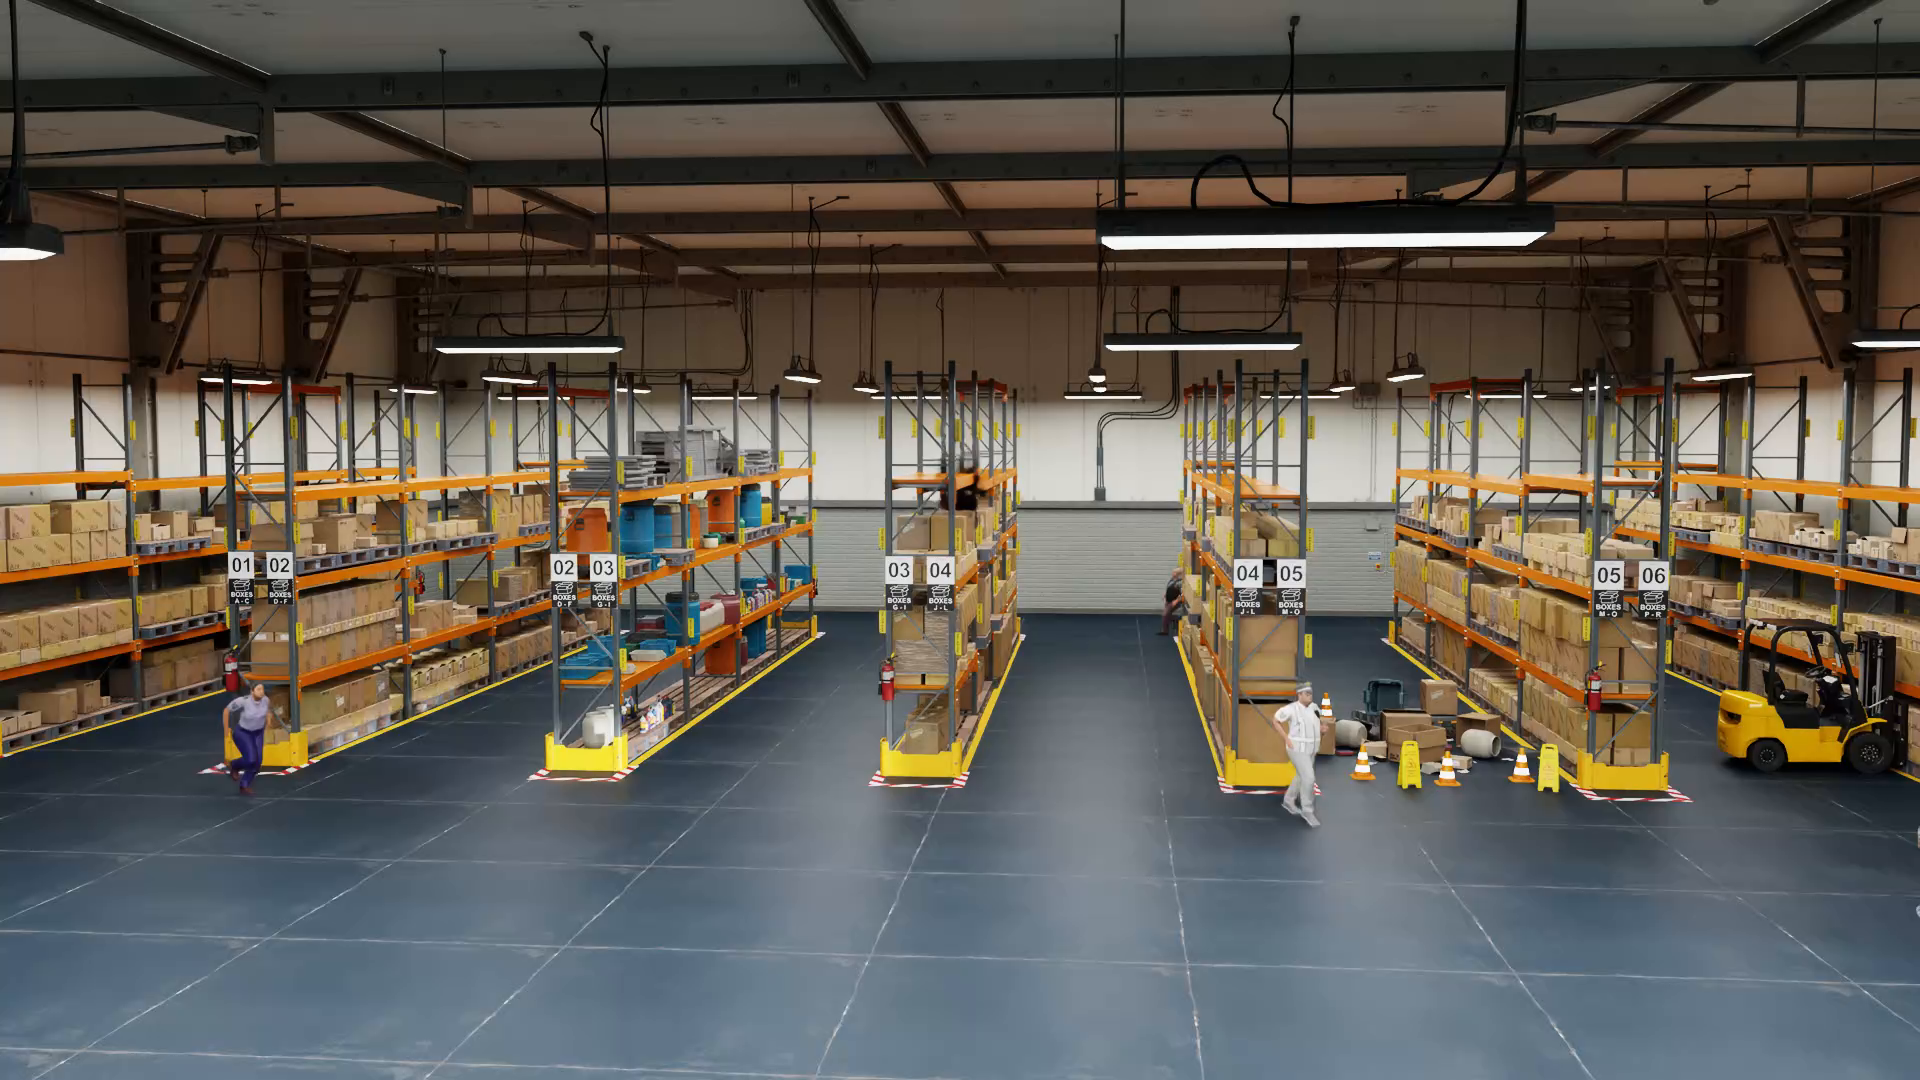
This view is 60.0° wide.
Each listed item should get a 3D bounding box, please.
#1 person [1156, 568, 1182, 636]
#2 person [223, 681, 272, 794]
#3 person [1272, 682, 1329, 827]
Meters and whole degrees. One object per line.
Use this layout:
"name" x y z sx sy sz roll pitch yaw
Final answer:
"person" 5.211 1.514 40.487 0.699 1.656 0.703 -2 4 -23
"person" -9.792 2.725 22.955 0.682 1.584 0.594 2 4 29
"person" 4.390 2.717 21.282 0.652 1.840 0.744 -3 5 -38
